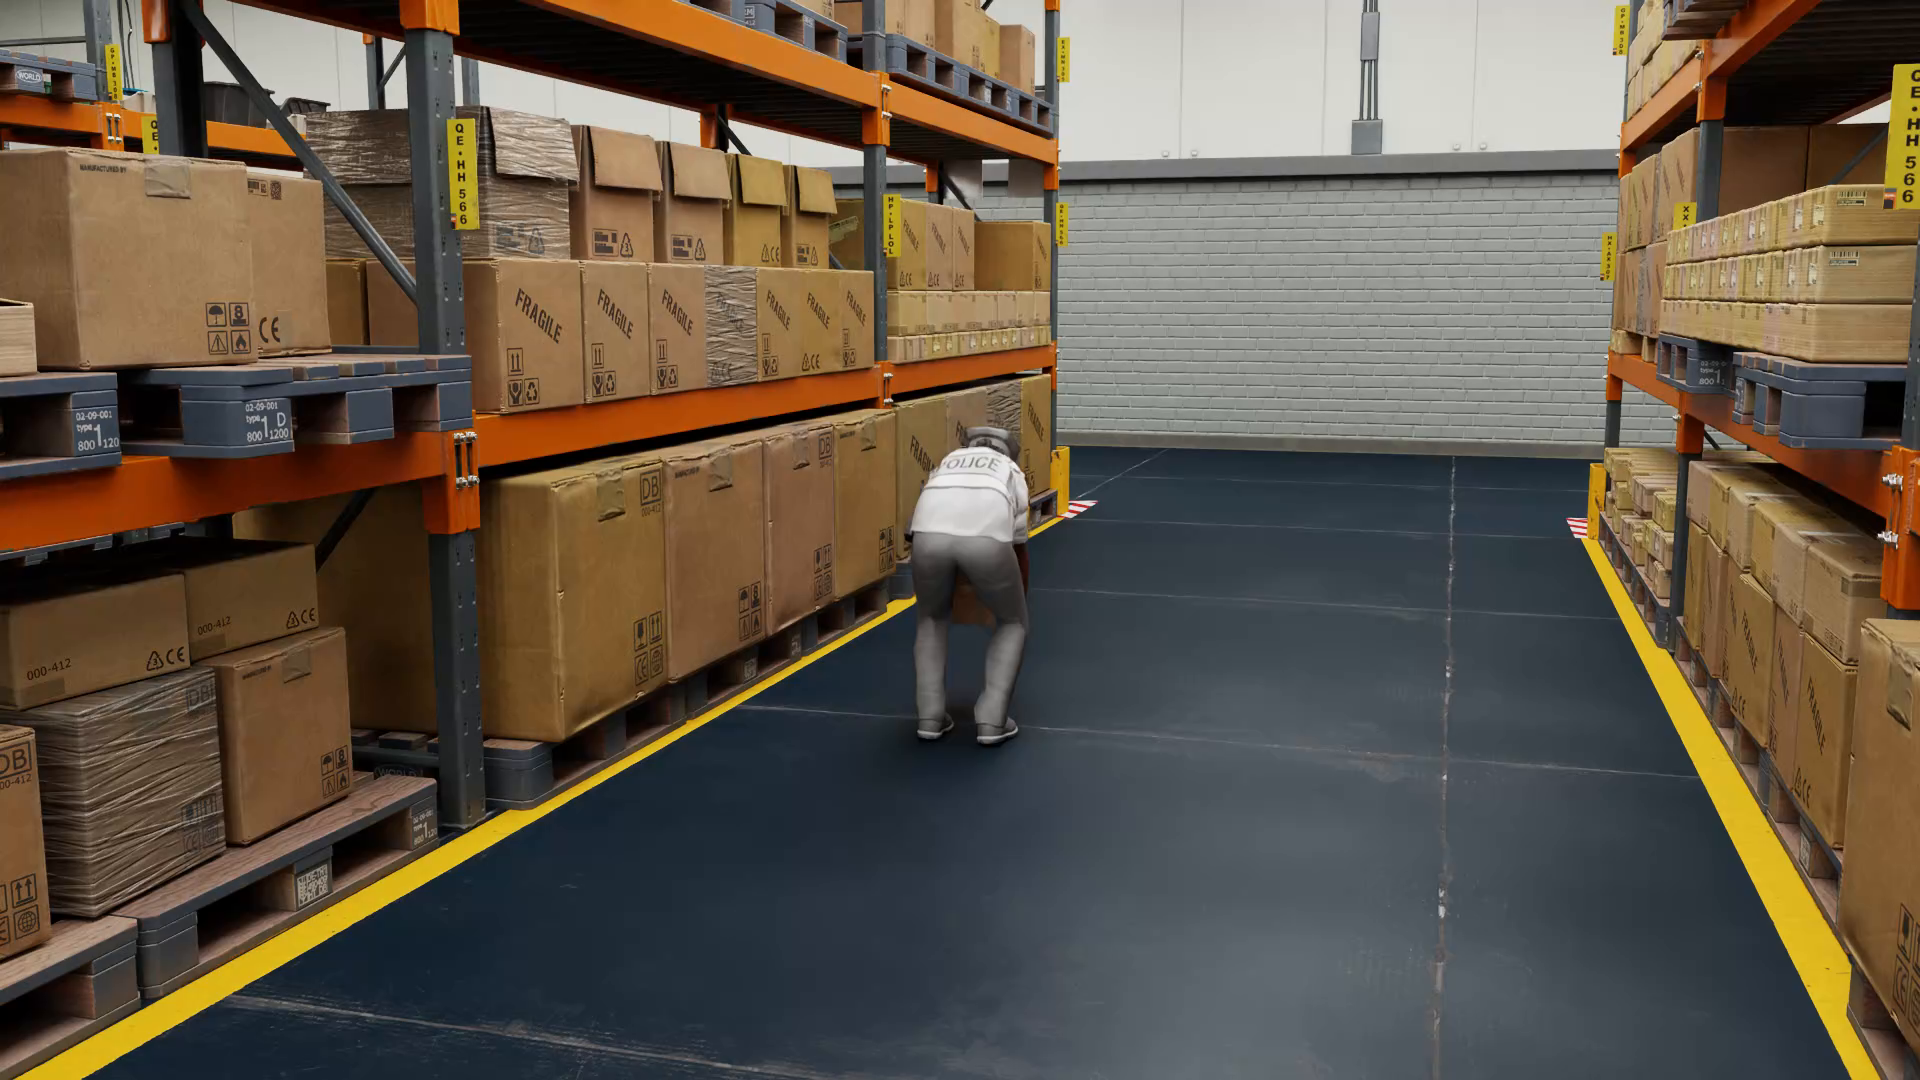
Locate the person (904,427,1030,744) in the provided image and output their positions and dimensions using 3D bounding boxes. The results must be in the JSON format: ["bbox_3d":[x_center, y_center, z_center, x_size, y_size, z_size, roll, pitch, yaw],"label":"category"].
[{"bbox_3d":[0.071,0.157,6.516,0.447,1.158,0.924,2,9,14],"label":"person"}]
